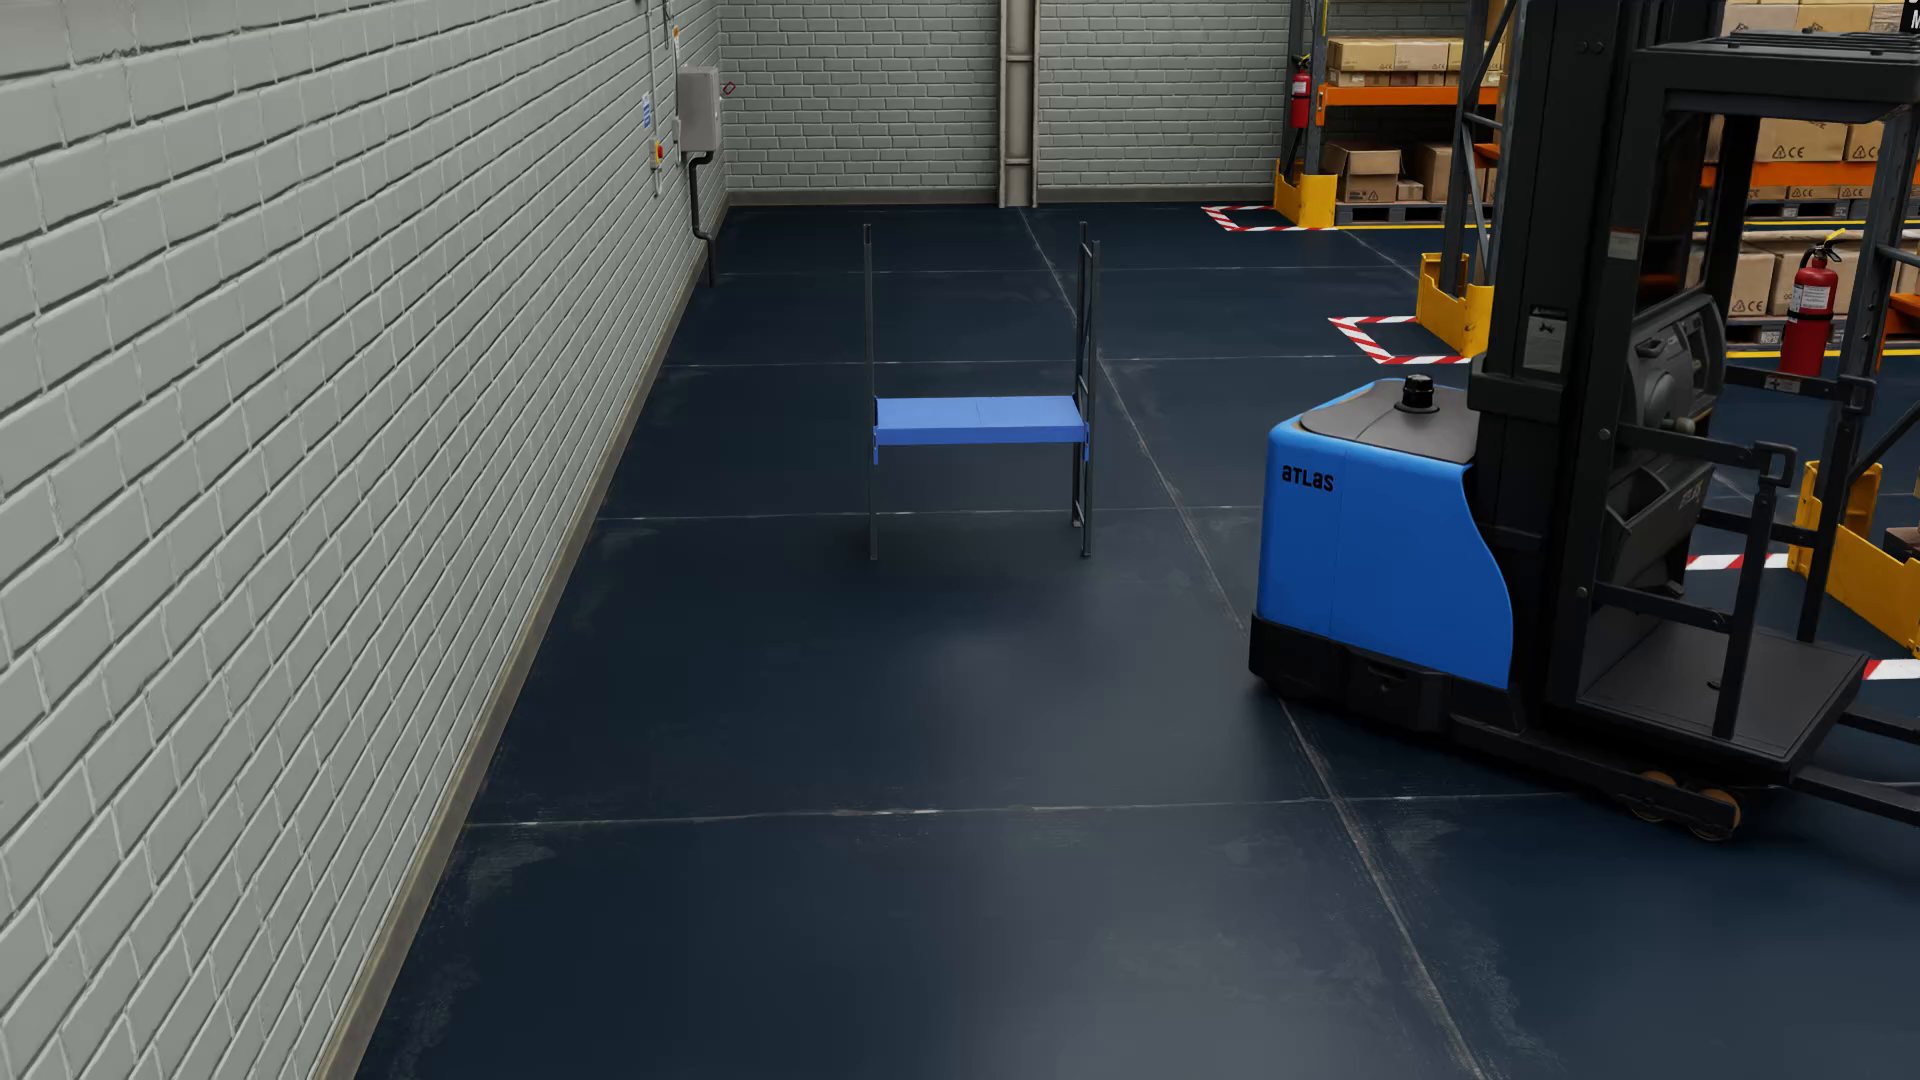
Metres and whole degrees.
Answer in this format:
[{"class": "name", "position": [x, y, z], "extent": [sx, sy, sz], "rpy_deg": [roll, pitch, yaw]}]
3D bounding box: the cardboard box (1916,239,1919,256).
[{"class": "cardboard box", "position": [4.437, -1.378, 6.965], "extent": [0.500, 0.500, 0.500], "rpy_deg": [-1, 21, -2]}]

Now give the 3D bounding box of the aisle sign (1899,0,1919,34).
[{"class": "aisle sign", "position": [3.913, -2.411, 6.585], "extent": [0.004, 0.787, 0.394], "rpy_deg": [-1, 21, -3]}]

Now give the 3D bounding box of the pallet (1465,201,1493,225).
[{"class": "pallet", "position": [5.420, -3.349, 16.622], "extent": [1.213, 0.211, 1.003], "rpy_deg": [-1, 21, -3]}]

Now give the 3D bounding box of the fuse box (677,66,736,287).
[{"class": "fuse box", "position": [-1.983, -2.872, 13.260], "extent": [0.414, 1.711, 0.539], "rpy_deg": [-1, 21, -3]}]

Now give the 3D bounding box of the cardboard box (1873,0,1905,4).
[{"class": "cardboard box", "position": [6.044, -3.623, 10.965], "extent": [0.250, 0.149, 0.380], "rpy_deg": [-2, 21, -4]}]

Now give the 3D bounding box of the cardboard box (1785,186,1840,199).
[{"class": "cardboard box", "position": [8.353, -3.664, 16.453], "extent": [0.500, 0.500, 0.500], "rpy_deg": [-1, 21, -4]}]

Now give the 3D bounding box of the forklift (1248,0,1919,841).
[{"class": "forklift", "position": [2.598, -0.586, 5.542], "extent": [3.031, 2.935, 1.130], "rpy_deg": [16, 26, 37]}]

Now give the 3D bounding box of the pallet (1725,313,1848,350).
[{"class": "pallet", "position": [5.629, -1.612, 12.059], "extent": [1.213, 0.211, 1.003], "rpy_deg": [-1, 21, -3]}]

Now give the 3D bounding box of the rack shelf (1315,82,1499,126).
[{"class": "rack shelf", "position": [5.330, -4.315, 16.251], "extent": [4.000, 0.370, 1.077], "rpy_deg": [-1, 21, -3]}]

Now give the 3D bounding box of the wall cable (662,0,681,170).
[{"class": "wall cable", "position": [-2.101, -3.703, 12.204], "extent": [0.122, 1.984, 0.588], "rpy_deg": [-1, 21, -3]}]

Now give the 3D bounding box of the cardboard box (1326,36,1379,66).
[{"class": "cardboard box", "position": [3.777, -4.784, 16.262], "extent": [0.500, 0.250, 0.500], "rpy_deg": [-1, 21, -1]}]

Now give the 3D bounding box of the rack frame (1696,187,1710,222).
[{"class": "rack frame", "position": [7.326, -4.692, 16.230], "extent": [0.127, 3.000, 1.000], "rpy_deg": [-1, 21, -3]}]

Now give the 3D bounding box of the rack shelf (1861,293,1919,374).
[{"class": "rack shelf", "position": [6.000, -0.796, 7.007], "extent": [4.000, 0.370, 1.077], "rpy_deg": [-1, 21, -3]}]

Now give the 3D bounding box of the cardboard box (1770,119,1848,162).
[{"class": "cardboard box", "position": [5.627, -2.842, 11.231], "extent": [0.500, 0.500, 0.500], "rpy_deg": [0, 21, -1]}]

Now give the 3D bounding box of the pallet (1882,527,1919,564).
[{"class": "pallet", "position": [4.892, 0.206, 7.283], "extent": [1.213, 0.211, 1.003], "rpy_deg": [-1, 21, -3]}]

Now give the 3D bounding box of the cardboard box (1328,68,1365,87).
[{"class": "cardboard box", "position": [3.677, -4.403, 15.822], "extent": [0.250, 0.149, 0.380], "rpy_deg": [-1, 21, -3]}]

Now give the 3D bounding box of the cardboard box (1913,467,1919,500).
[{"class": "cardboard box", "position": [4.514, -0.206, 7.446], "extent": [0.250, 0.149, 0.380], "rpy_deg": [-2, 21, -5]}]

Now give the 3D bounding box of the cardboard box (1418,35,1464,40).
[{"class": "cardboard box", "position": [4.786, -4.802, 16.311], "extent": [0.500, 0.250, 0.500], "rpy_deg": [-1, 21, -1]}]

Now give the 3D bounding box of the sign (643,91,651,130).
[{"class": "sign", "position": [-2.067, -2.833, 10.966], "extent": [0.001, 0.218, 0.327], "rpy_deg": [-1, 21, -3]}]

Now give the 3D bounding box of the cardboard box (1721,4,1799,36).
[{"class": "cardboard box", "position": [5.144, -3.297, 11.018], "extent": [0.500, 0.500, 0.500], "rpy_deg": [-1, 21, -3]}]

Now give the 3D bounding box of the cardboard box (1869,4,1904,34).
[{"class": "cardboard box", "position": [6.143, -3.314, 11.065], "extent": [0.500, 0.500, 0.500], "rpy_deg": [-1, 21, -2]}]

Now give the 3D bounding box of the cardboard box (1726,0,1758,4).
[{"class": "cardboard box", "position": [5.035, -3.605, 10.916], "extent": [0.250, 0.149, 0.380], "rpy_deg": [-1, 21, -3]}]

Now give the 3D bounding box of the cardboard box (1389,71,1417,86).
[{"class": "cardboard box", "position": [4.188, -4.442, 15.926], "extent": [0.250, 0.149, 0.380], "rpy_deg": [-1, 21, -4]}]

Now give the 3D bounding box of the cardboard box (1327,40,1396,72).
[{"class": "cardboard box", "position": [3.801, -4.593, 15.763], "extent": [0.500, 0.250, 0.500], "rpy_deg": [-1, 21, -3]}]

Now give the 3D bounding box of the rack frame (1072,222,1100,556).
[{"class": "rack frame", "position": [0.593, -0.713, 7.886], "extent": [0.032, 1.500, 0.500], "rpy_deg": [-1, 21, -3]}]

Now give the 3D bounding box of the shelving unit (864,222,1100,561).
[{"class": "shelving unit", "position": [0.085, -0.703, 7.859], "extent": [1.048, 1.500, 0.538], "rpy_deg": [-1, 21, -3]}]

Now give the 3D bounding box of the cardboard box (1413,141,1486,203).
[{"class": "cardboard box", "position": [4.805, -3.621, 16.340], "extent": [0.500, 0.500, 0.700], "rpy_deg": [0, 21, -1]}]

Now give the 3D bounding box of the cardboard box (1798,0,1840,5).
[{"class": "cardboard box", "position": [5.541, -3.590, 10.878], "extent": [0.250, 0.149, 0.380], "rpy_deg": [-2, 21, -4]}]

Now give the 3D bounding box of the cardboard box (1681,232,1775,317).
[{"class": "cardboard box", "position": [5.186, -1.917, 11.951], "extent": [0.875, 0.438, 0.875], "rpy_deg": [-1, 21, -2]}]

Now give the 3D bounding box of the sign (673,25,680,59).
[{"class": "sign", "position": [-2.186, -3.836, 12.821], "extent": [0.001, 0.242, 0.339], "rpy_deg": [-1, 21, -3]}]

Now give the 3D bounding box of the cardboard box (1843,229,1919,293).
[{"class": "cardboard box", "position": [6.980, -1.953, 12.046], "extent": [0.875, 0.438, 0.875], "rpy_deg": [-1, 21, -4]}]

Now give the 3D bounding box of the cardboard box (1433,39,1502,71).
[{"class": "cardboard box", "position": [4.810, -4.615, 15.820], "extent": [0.500, 0.250, 0.500], "rpy_deg": [-2, 21, -4]}]

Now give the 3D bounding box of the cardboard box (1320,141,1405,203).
[{"class": "cardboard box", "position": [3.949, -3.619, 16.330], "extent": [0.637, 0.503, 0.797], "rpy_deg": [-2, 21, -5]}]

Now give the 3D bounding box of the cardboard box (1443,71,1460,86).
[{"class": "cardboard box", "position": [4.709, -4.433, 15.901], "extent": [0.250, 0.149, 0.380], "rpy_deg": [-1, 21, -2]}]

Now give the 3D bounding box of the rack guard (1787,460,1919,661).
[{"class": "rack guard", "position": [4.079, 0.075, 7.221], "extent": [0.348, 0.500, 1.175], "rpy_deg": [-1, 21, -3]}]

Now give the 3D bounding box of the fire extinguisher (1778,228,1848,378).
[{"class": "fire extinguisher", "position": [3.726, -1.040, 7.269], "extent": [0.183, 0.674, 0.296], "rpy_deg": [-1, 21, -3]}]

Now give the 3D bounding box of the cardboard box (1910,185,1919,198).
[{"class": "cardboard box", "position": [9.370, -3.681, 16.498], "extent": [0.500, 0.500, 0.500], "rpy_deg": [-2, 21, -5]}]

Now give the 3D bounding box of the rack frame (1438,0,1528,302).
[{"class": "rack frame", "position": [3.620, -2.848, 11.385], "extent": [0.127, 3.000, 1.000], "rpy_deg": [-1, 21, -3]}]

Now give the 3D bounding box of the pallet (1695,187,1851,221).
[{"class": "pallet", "position": [8.136, -3.419, 16.804], "extent": [1.213, 0.211, 1.003], "rpy_deg": [-1, 21, -3]}]
